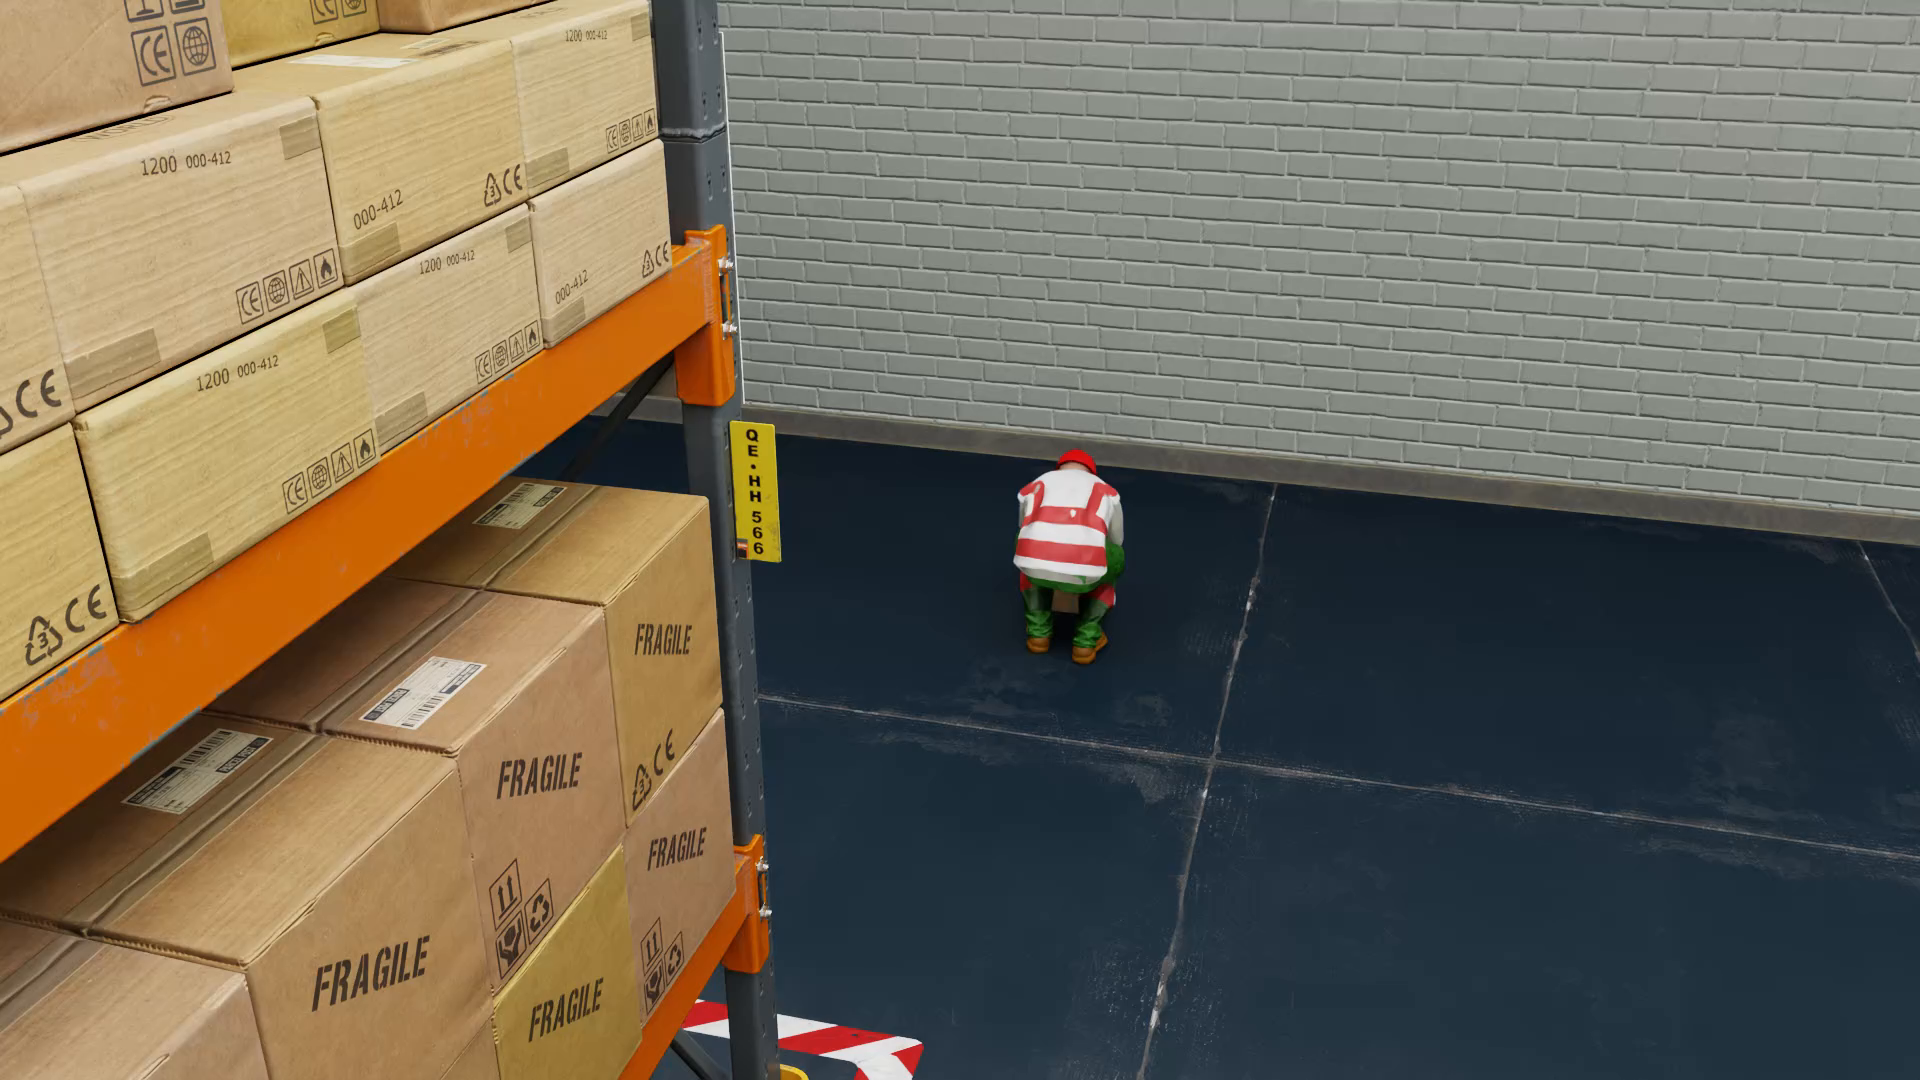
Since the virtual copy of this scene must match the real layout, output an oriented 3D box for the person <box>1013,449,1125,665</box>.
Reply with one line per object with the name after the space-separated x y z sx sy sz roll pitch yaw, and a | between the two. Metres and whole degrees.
0.499 0.086 7.622 0.525 0.799 0.958 6 26 12 | person
